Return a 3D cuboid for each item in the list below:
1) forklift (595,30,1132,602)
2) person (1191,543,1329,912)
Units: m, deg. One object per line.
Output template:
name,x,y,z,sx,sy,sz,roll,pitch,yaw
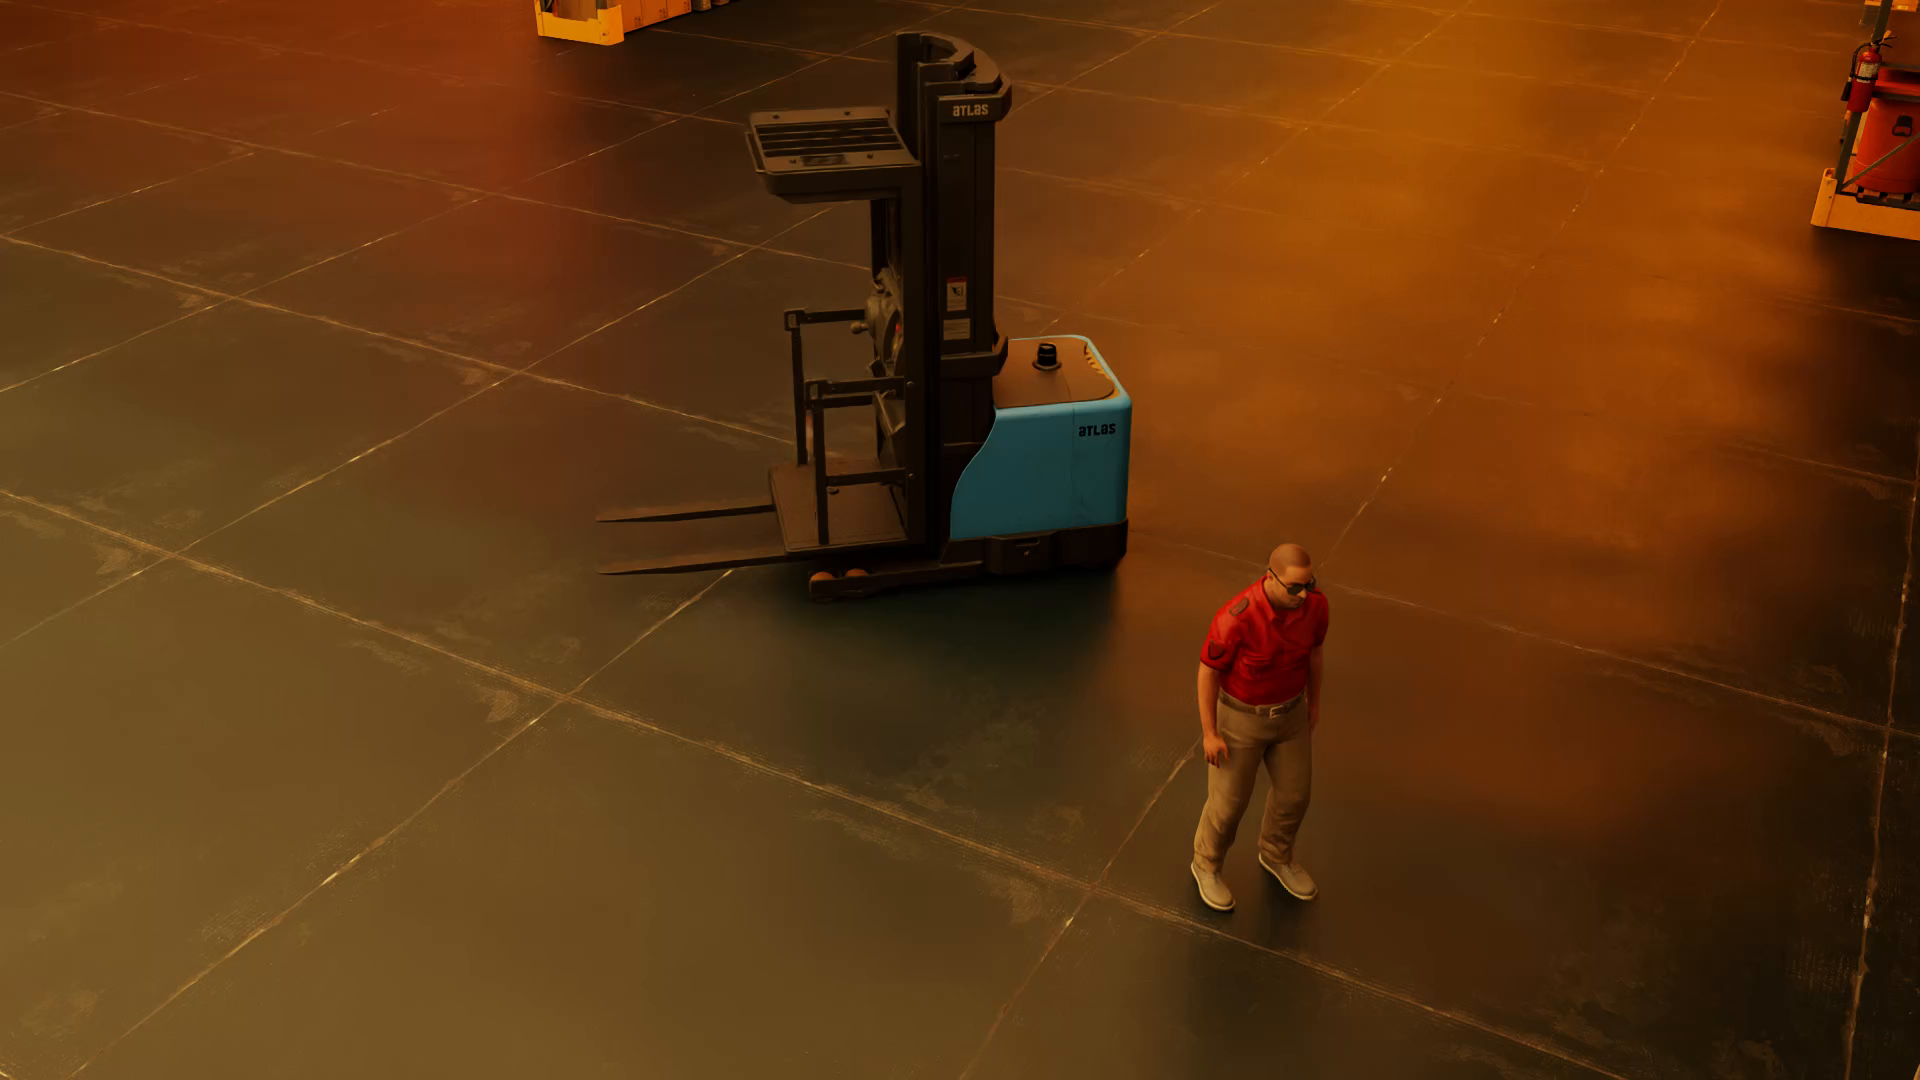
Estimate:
forklift,-0.598,-1.206,9.161,3.031,2.935,1.130,-6,30,-10
person,1.275,0.771,6.954,0.594,1.735,0.427,-11,32,-19
